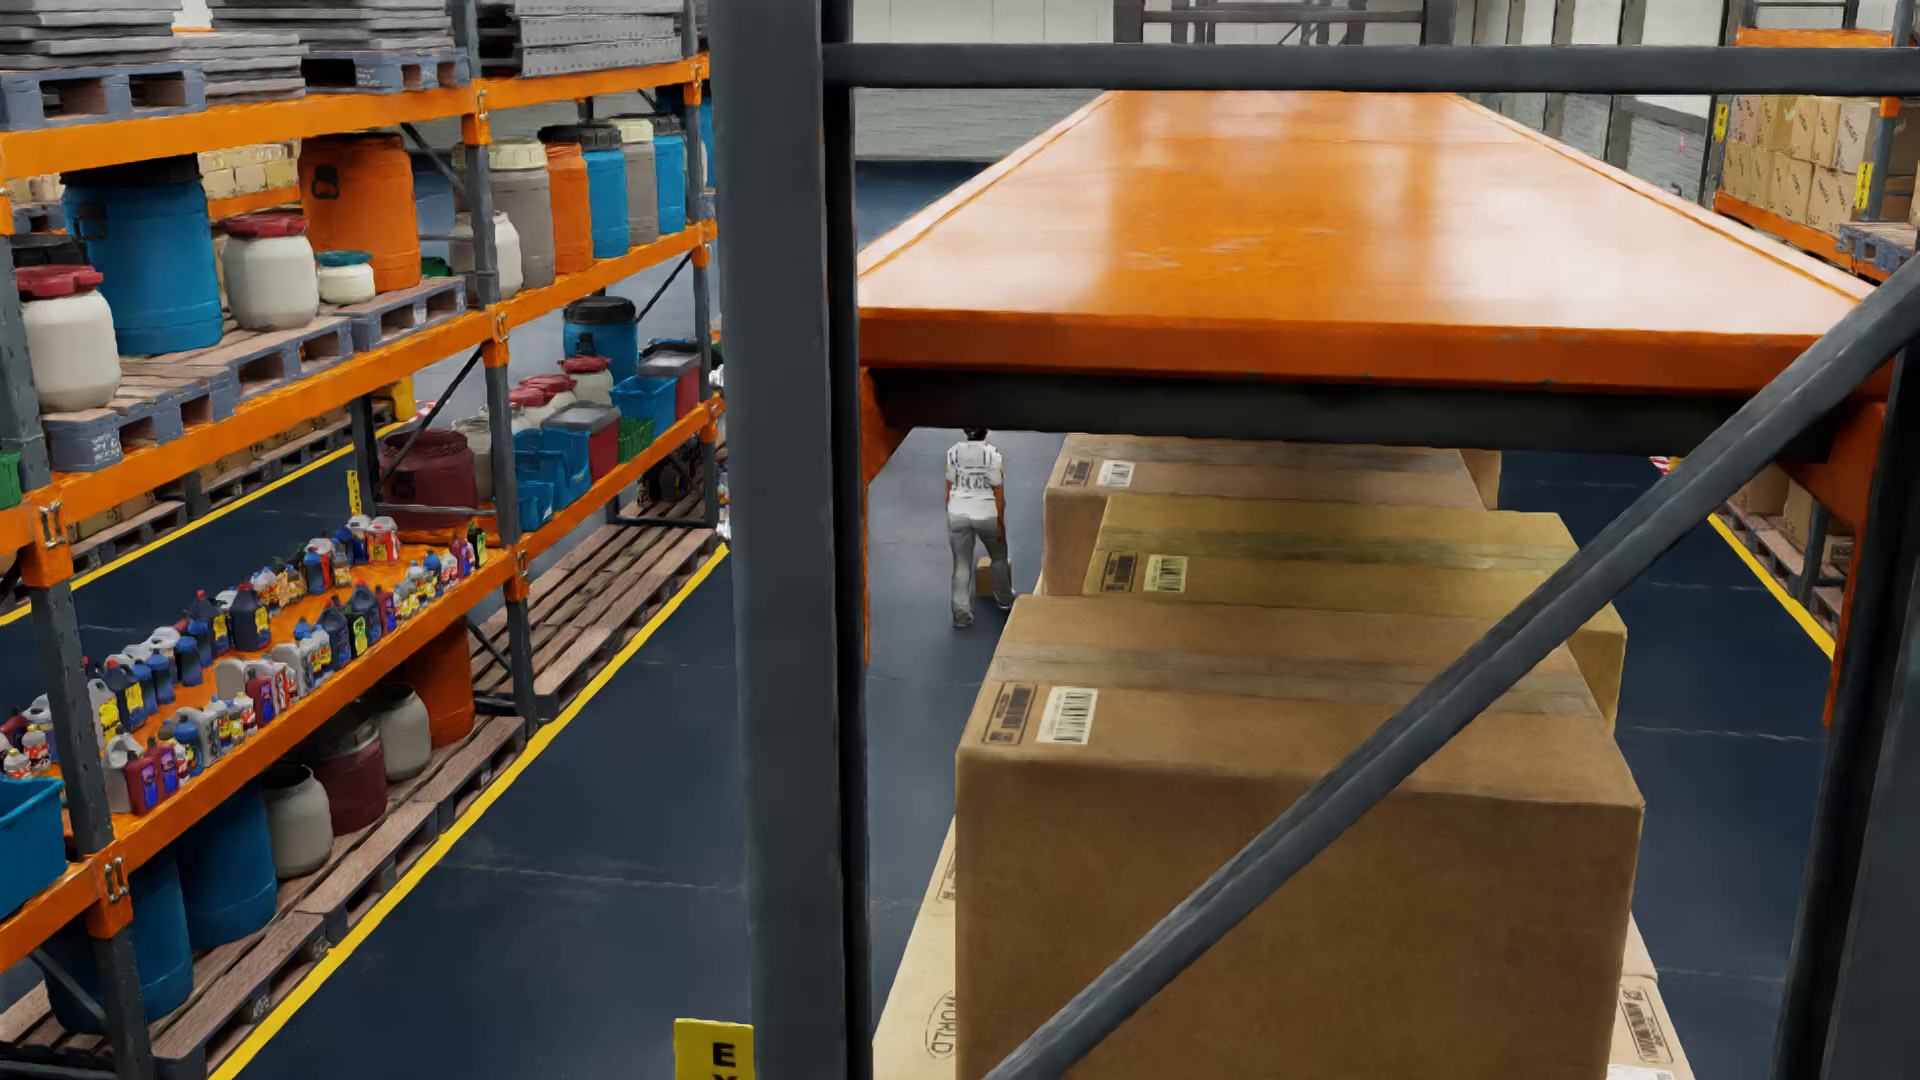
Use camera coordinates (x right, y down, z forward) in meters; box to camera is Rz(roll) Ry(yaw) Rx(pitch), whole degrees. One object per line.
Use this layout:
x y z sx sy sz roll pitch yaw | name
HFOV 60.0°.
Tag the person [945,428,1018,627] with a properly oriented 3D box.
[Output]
0.150 -0.208 12.681 0.484 1.651 0.749 4 19 13 | person
